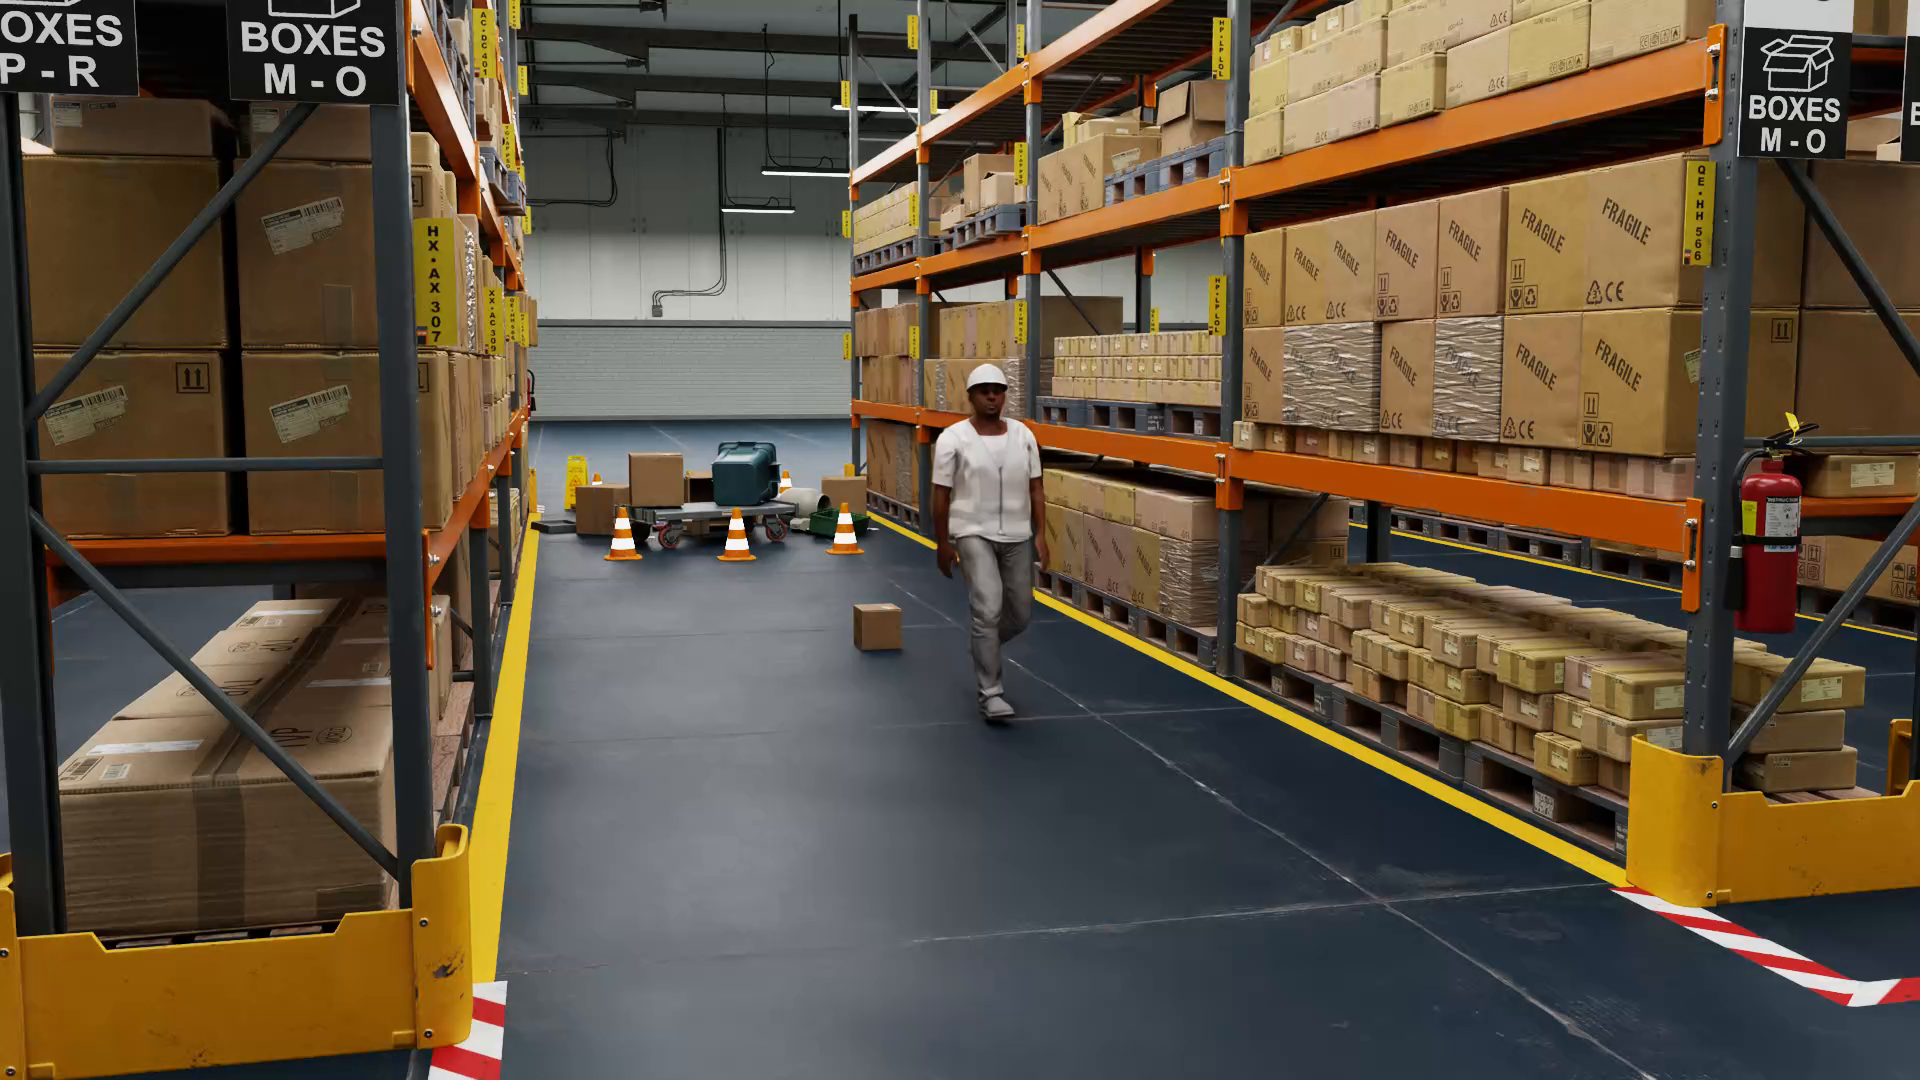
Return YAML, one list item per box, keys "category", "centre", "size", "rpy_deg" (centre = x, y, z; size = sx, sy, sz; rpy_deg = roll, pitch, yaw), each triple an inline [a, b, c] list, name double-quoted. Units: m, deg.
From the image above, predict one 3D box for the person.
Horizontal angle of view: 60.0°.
- category: "person"
  centre: [0.147, -0.016, 8.379]
  size: [0.564, 1.739, 0.857]
  rpy_deg: [-2, 6, -20]
